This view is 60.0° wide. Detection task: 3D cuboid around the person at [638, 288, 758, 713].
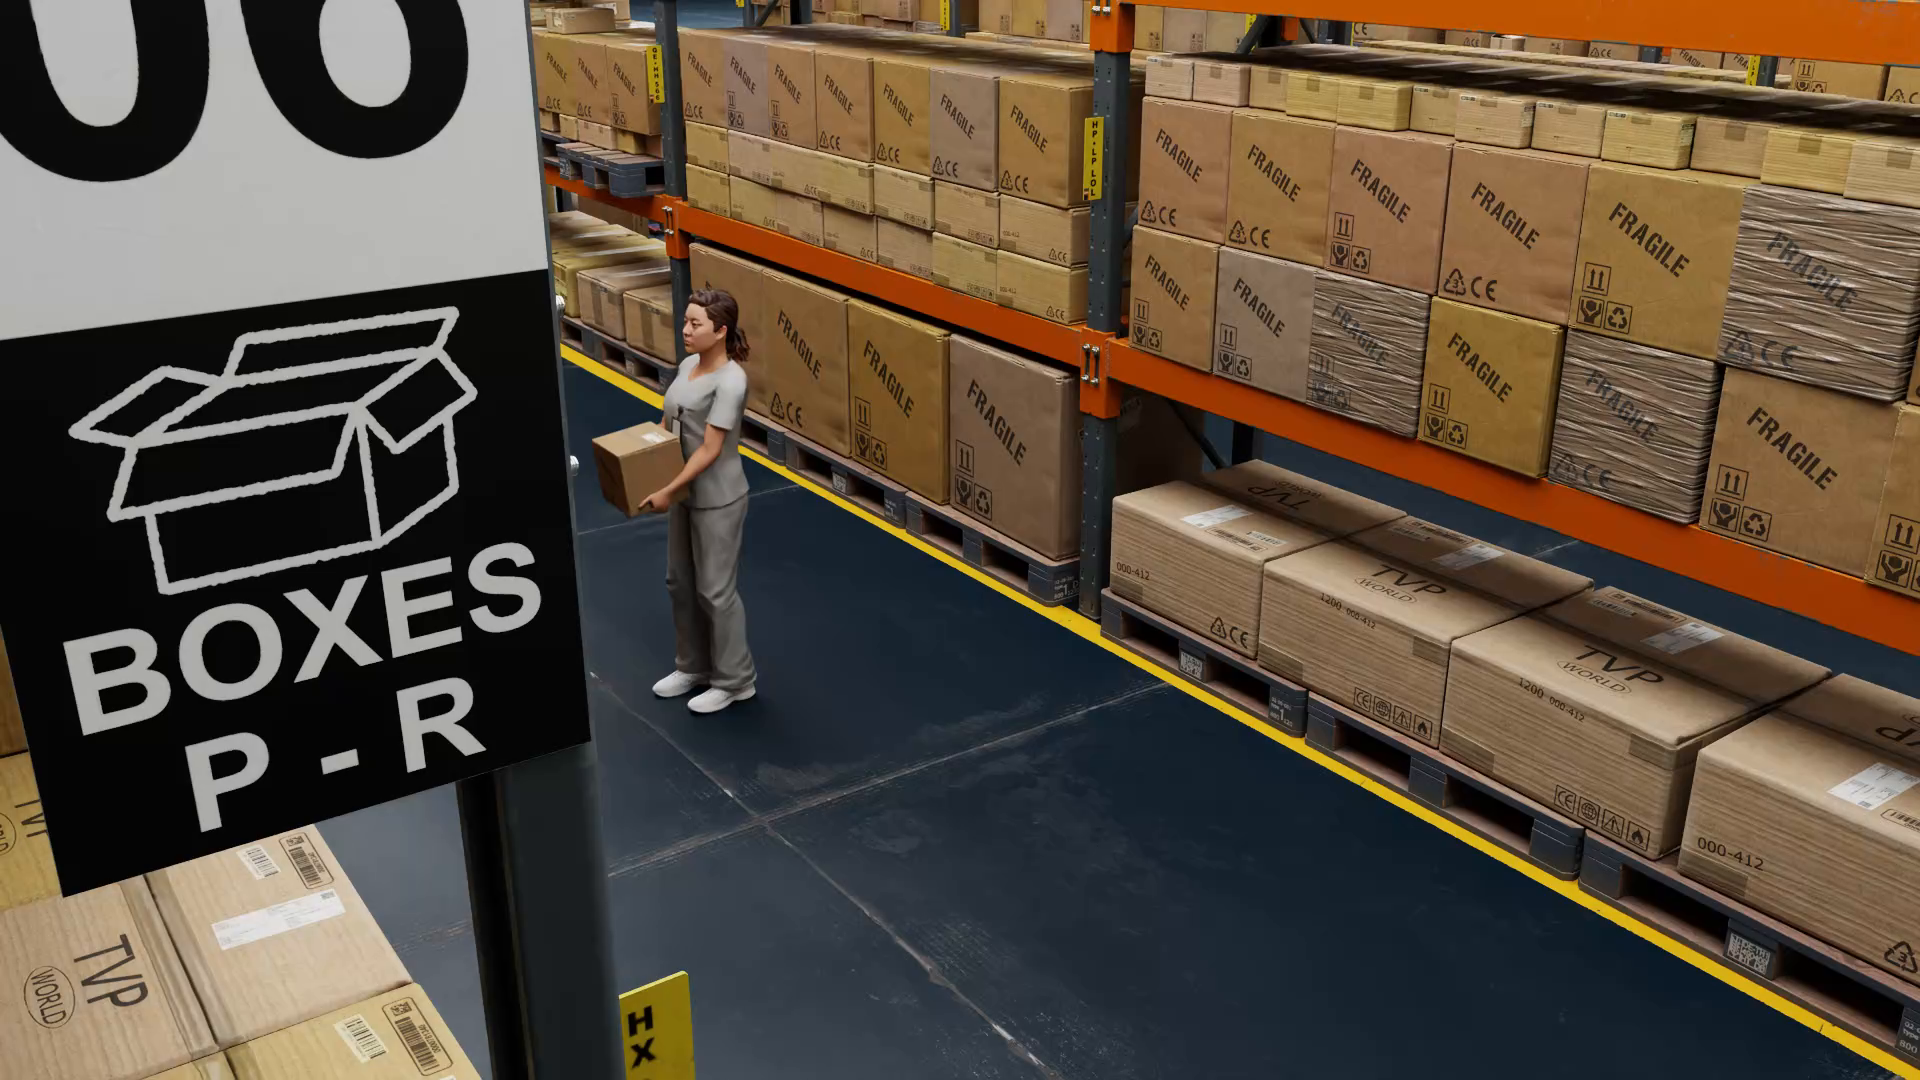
[{"bbox_3d":[-1.042,-0.139,6.459,0.554,1.666,0.436,-14,26,-32],"label":"person"}]
